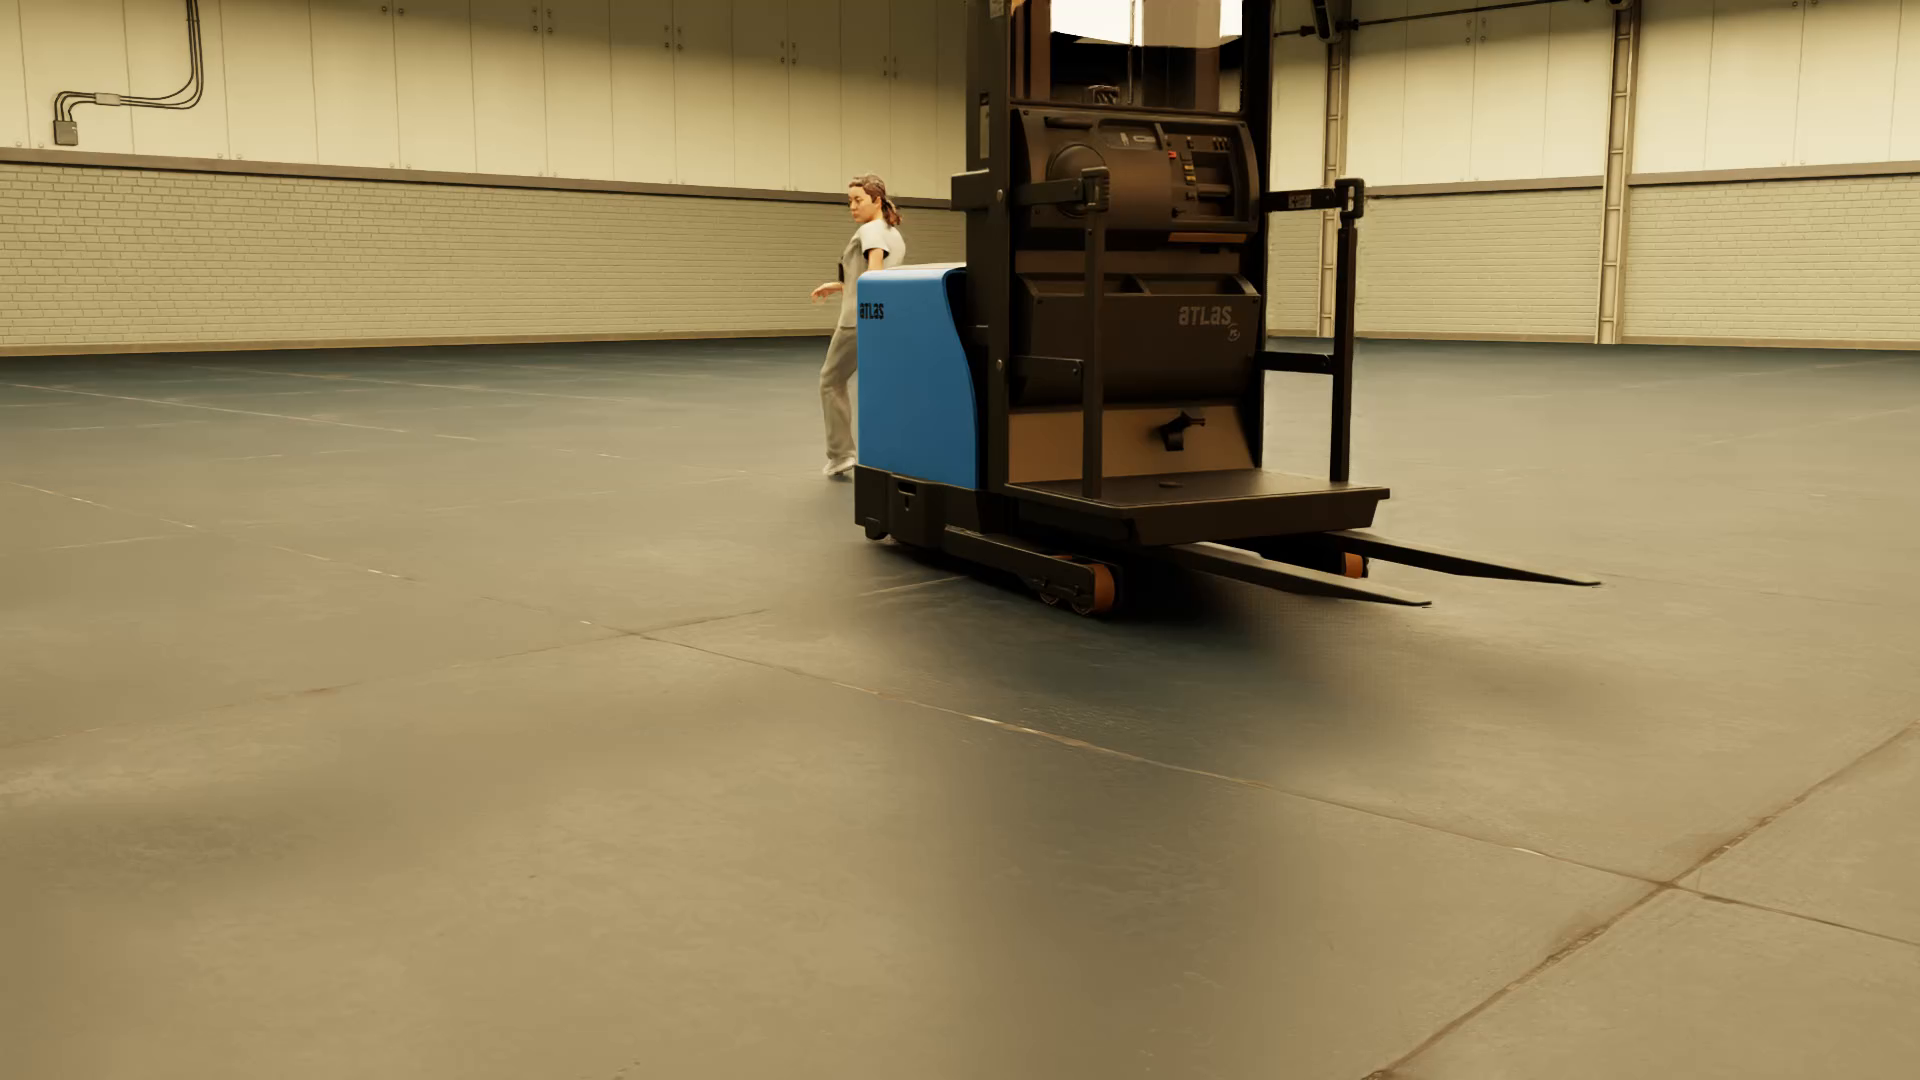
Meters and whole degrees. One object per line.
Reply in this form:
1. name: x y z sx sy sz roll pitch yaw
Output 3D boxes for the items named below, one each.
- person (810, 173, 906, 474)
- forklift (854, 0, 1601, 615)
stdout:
1. person: -0.498 -1.114 8.821 0.475 1.630 0.875 -8 11 -41
2. forklift: 0.717 -1.291 5.447 1.130 2.935 3.031 -5 10 -28
